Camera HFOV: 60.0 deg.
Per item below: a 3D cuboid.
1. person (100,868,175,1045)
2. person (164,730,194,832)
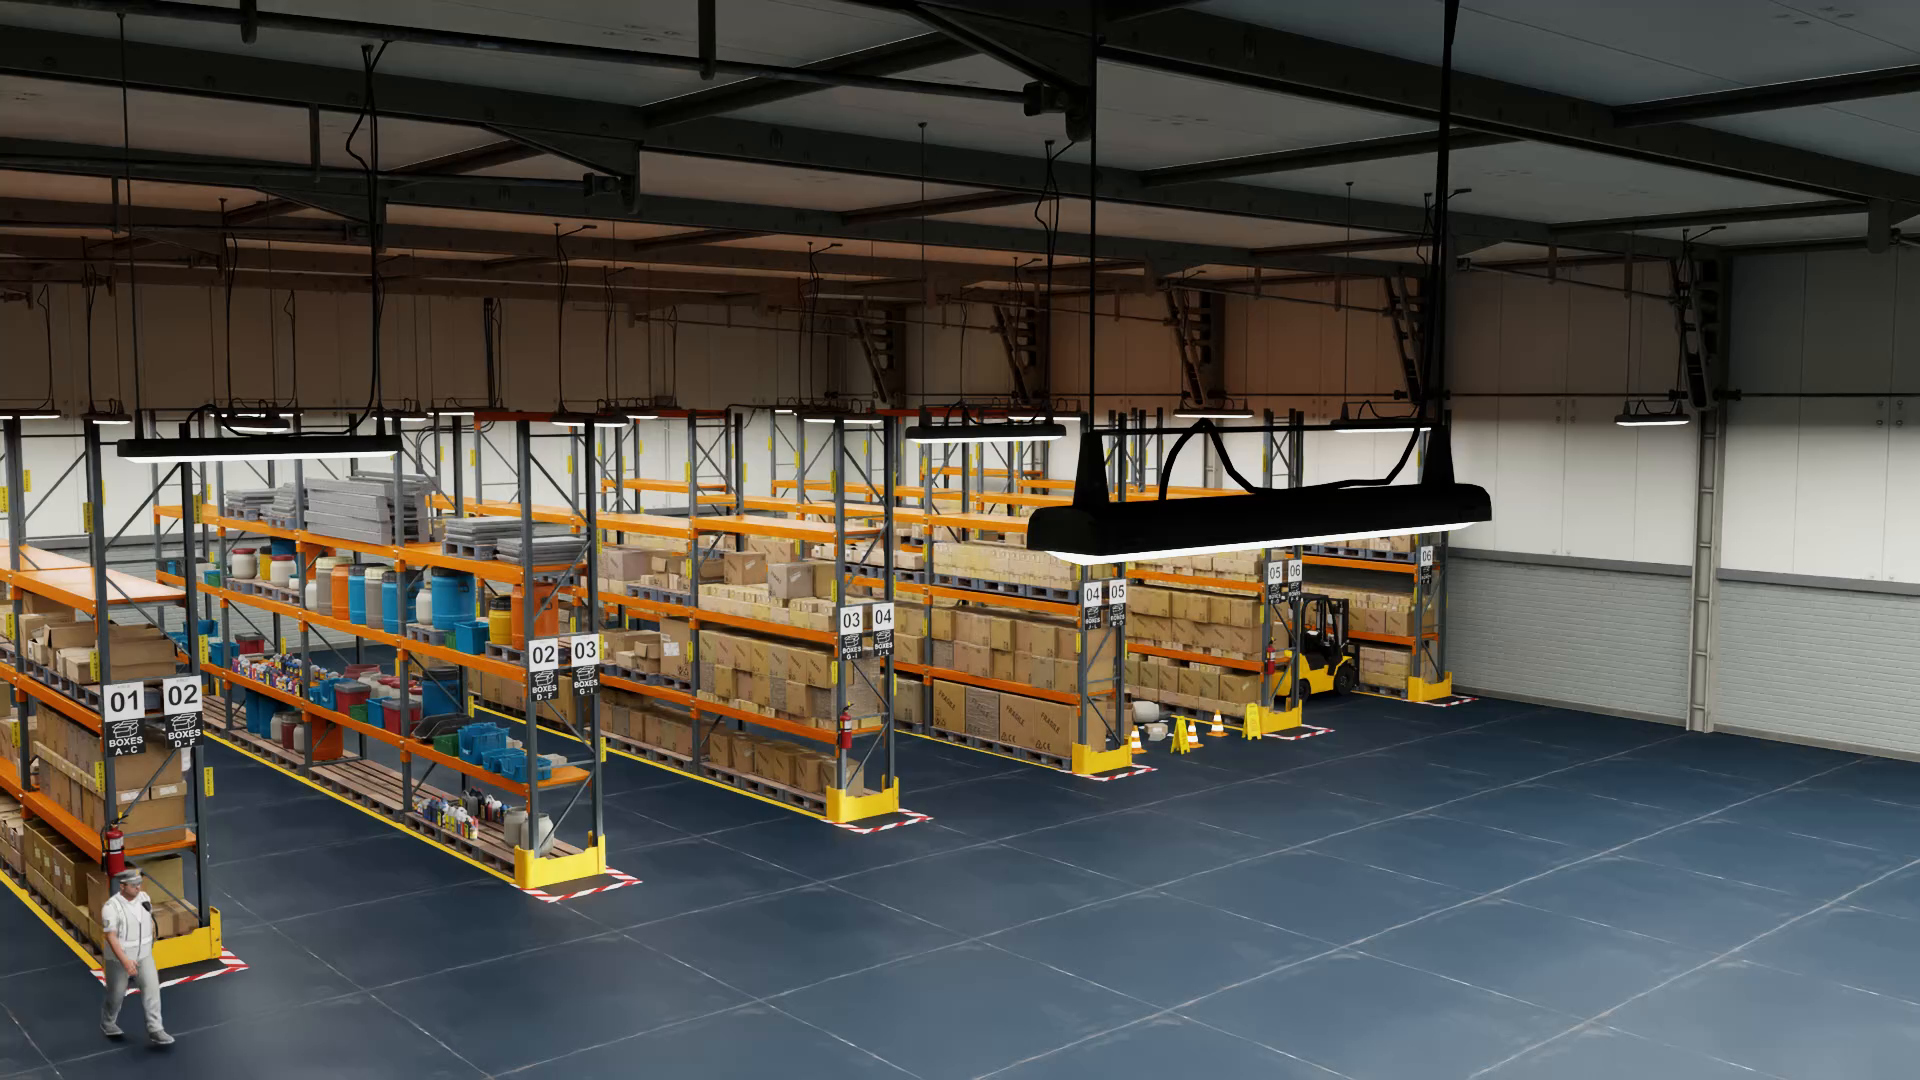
[{"bbox_3d":[-8.047,4.039,16.223,1.029,1.693,0.546,3,6,33],"label":"person"},{"bbox_3d":[-11.352,3.323,24.157,0.951,1.720,0.597,2,5,23],"label":"person"}]
